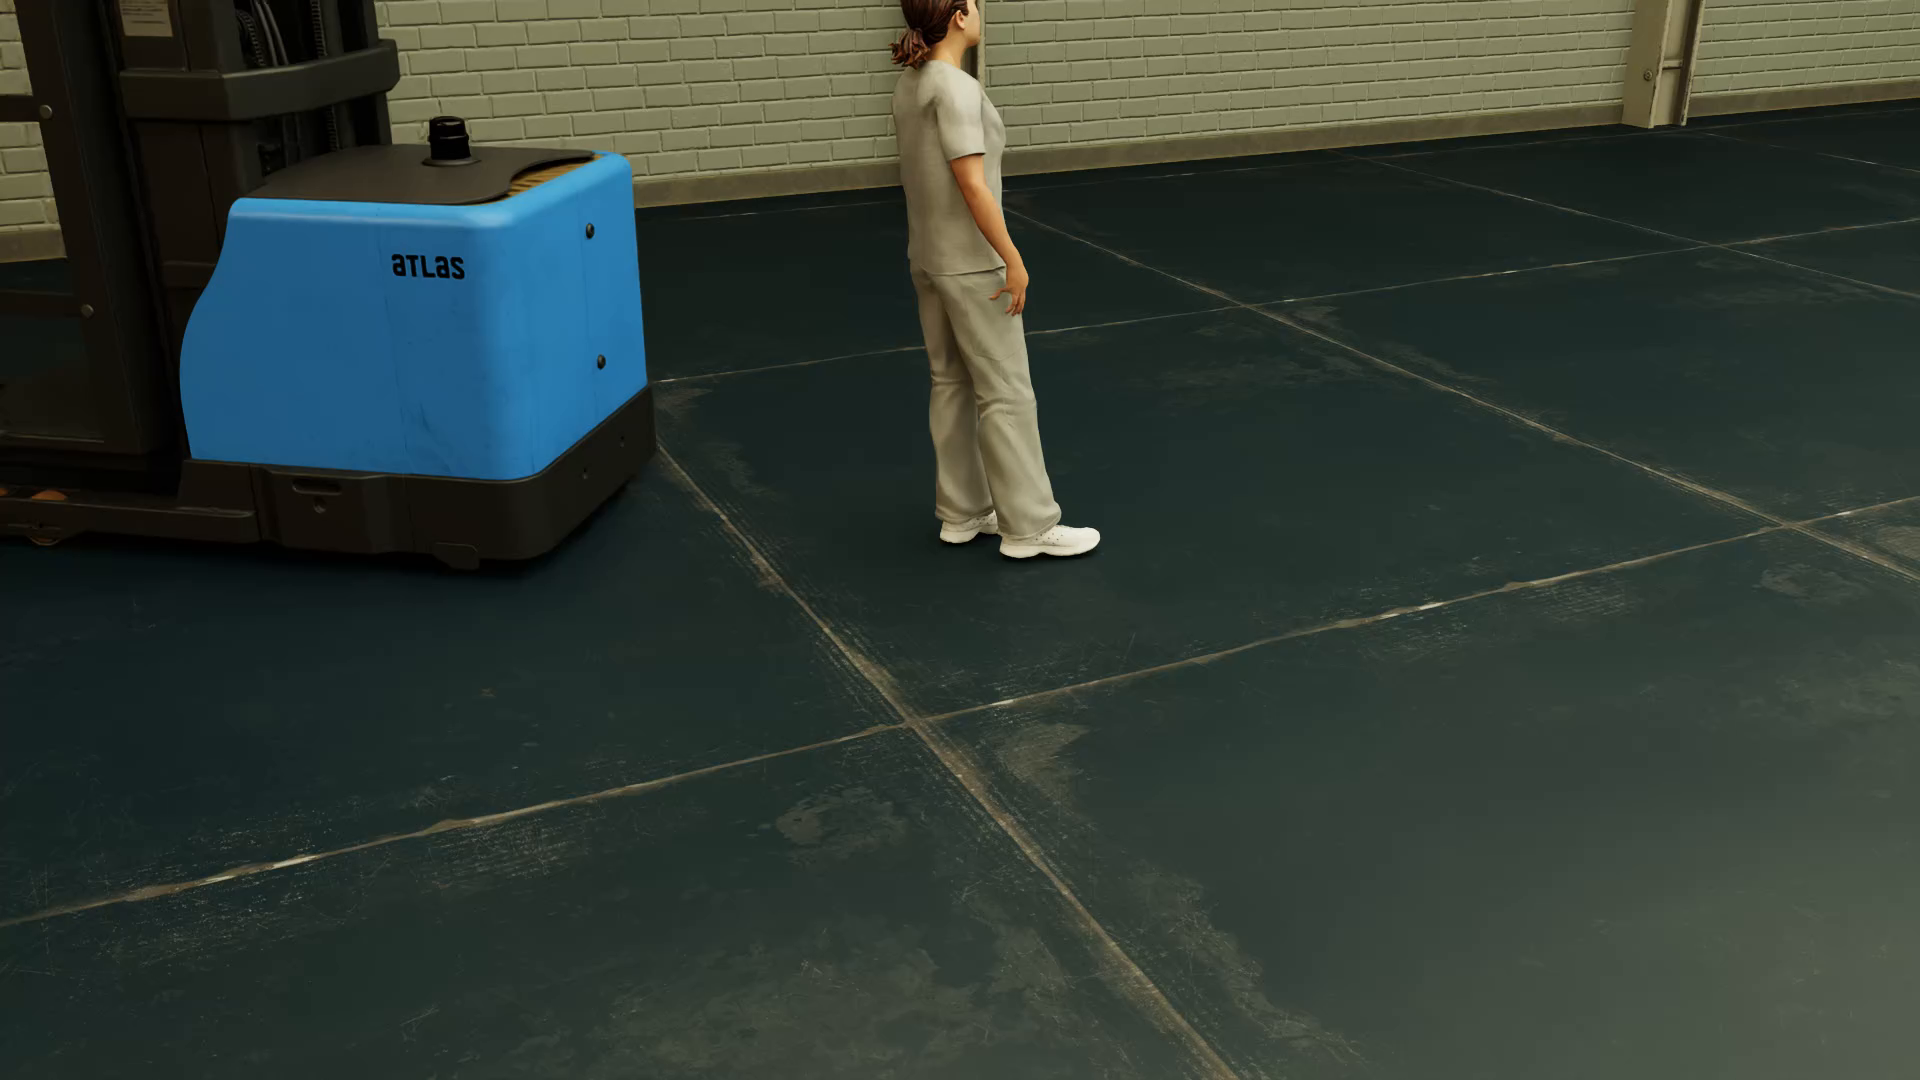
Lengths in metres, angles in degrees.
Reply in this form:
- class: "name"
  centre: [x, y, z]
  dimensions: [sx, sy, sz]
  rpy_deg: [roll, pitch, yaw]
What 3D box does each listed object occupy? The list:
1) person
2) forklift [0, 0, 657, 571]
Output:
- class: "person"
  centre: [0.072, -0.788, 4.800]
  dimensions: [0.549, 1.675, 0.550]
  rpy_deg: [-10, 25, -23]
- class: "forklift"
  centre: [-2.597, -1.529, 4.967]
  dimensions: [3.031, 2.935, 1.130]
  rpy_deg: [4, 23, 10]
